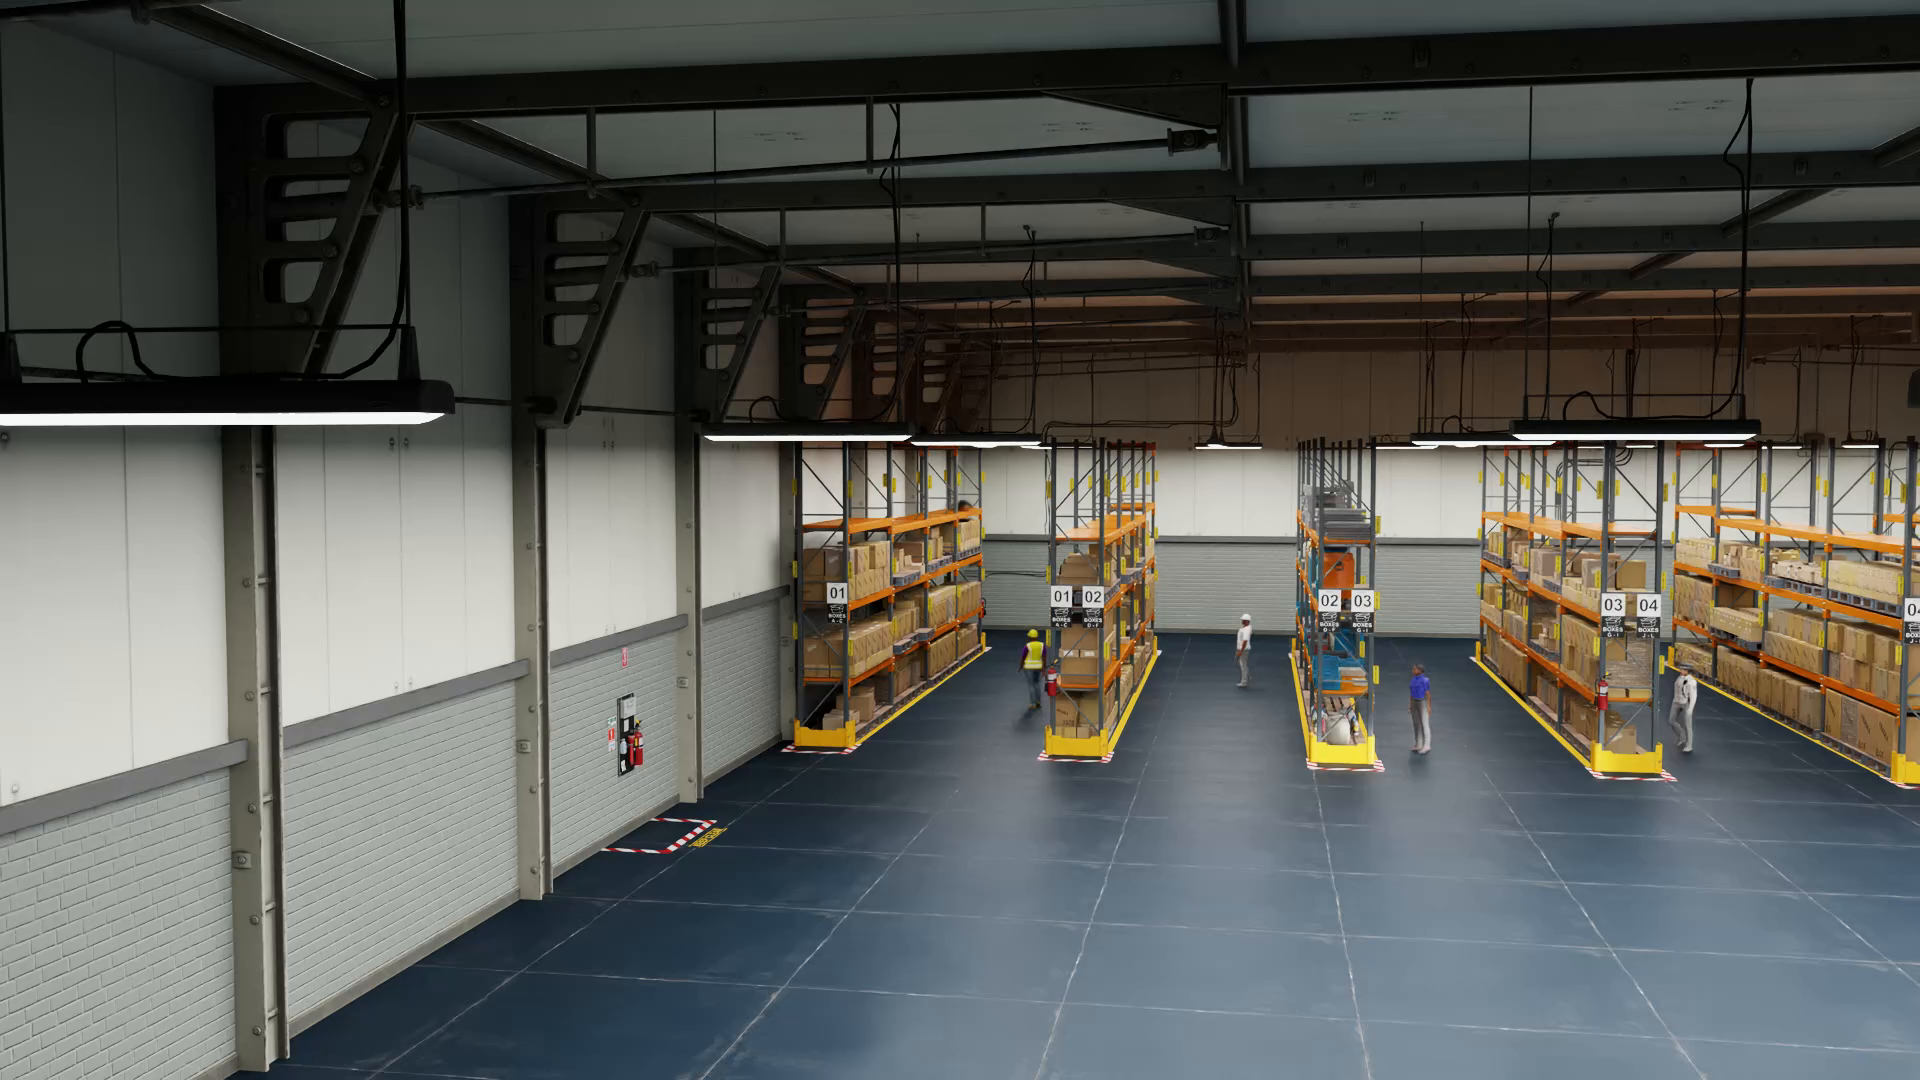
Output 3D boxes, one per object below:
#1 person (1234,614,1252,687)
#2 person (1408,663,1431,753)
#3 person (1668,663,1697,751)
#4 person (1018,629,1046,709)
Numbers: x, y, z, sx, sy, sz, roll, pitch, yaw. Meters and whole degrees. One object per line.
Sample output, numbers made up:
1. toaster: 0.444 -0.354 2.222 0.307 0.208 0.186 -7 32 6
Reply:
1. person: 6.954 2.681 40.731 0.458 1.760 0.674 0 3 0
2. person: 8.793 3.209 31.881 0.398 1.679 0.563 -2 3 -30
3. person: 13.931 3.189 31.988 0.438 1.674 0.560 -2 3 -27
4. person: 1.616 2.897 37.048 0.589 1.814 0.502 -1 3 -24
